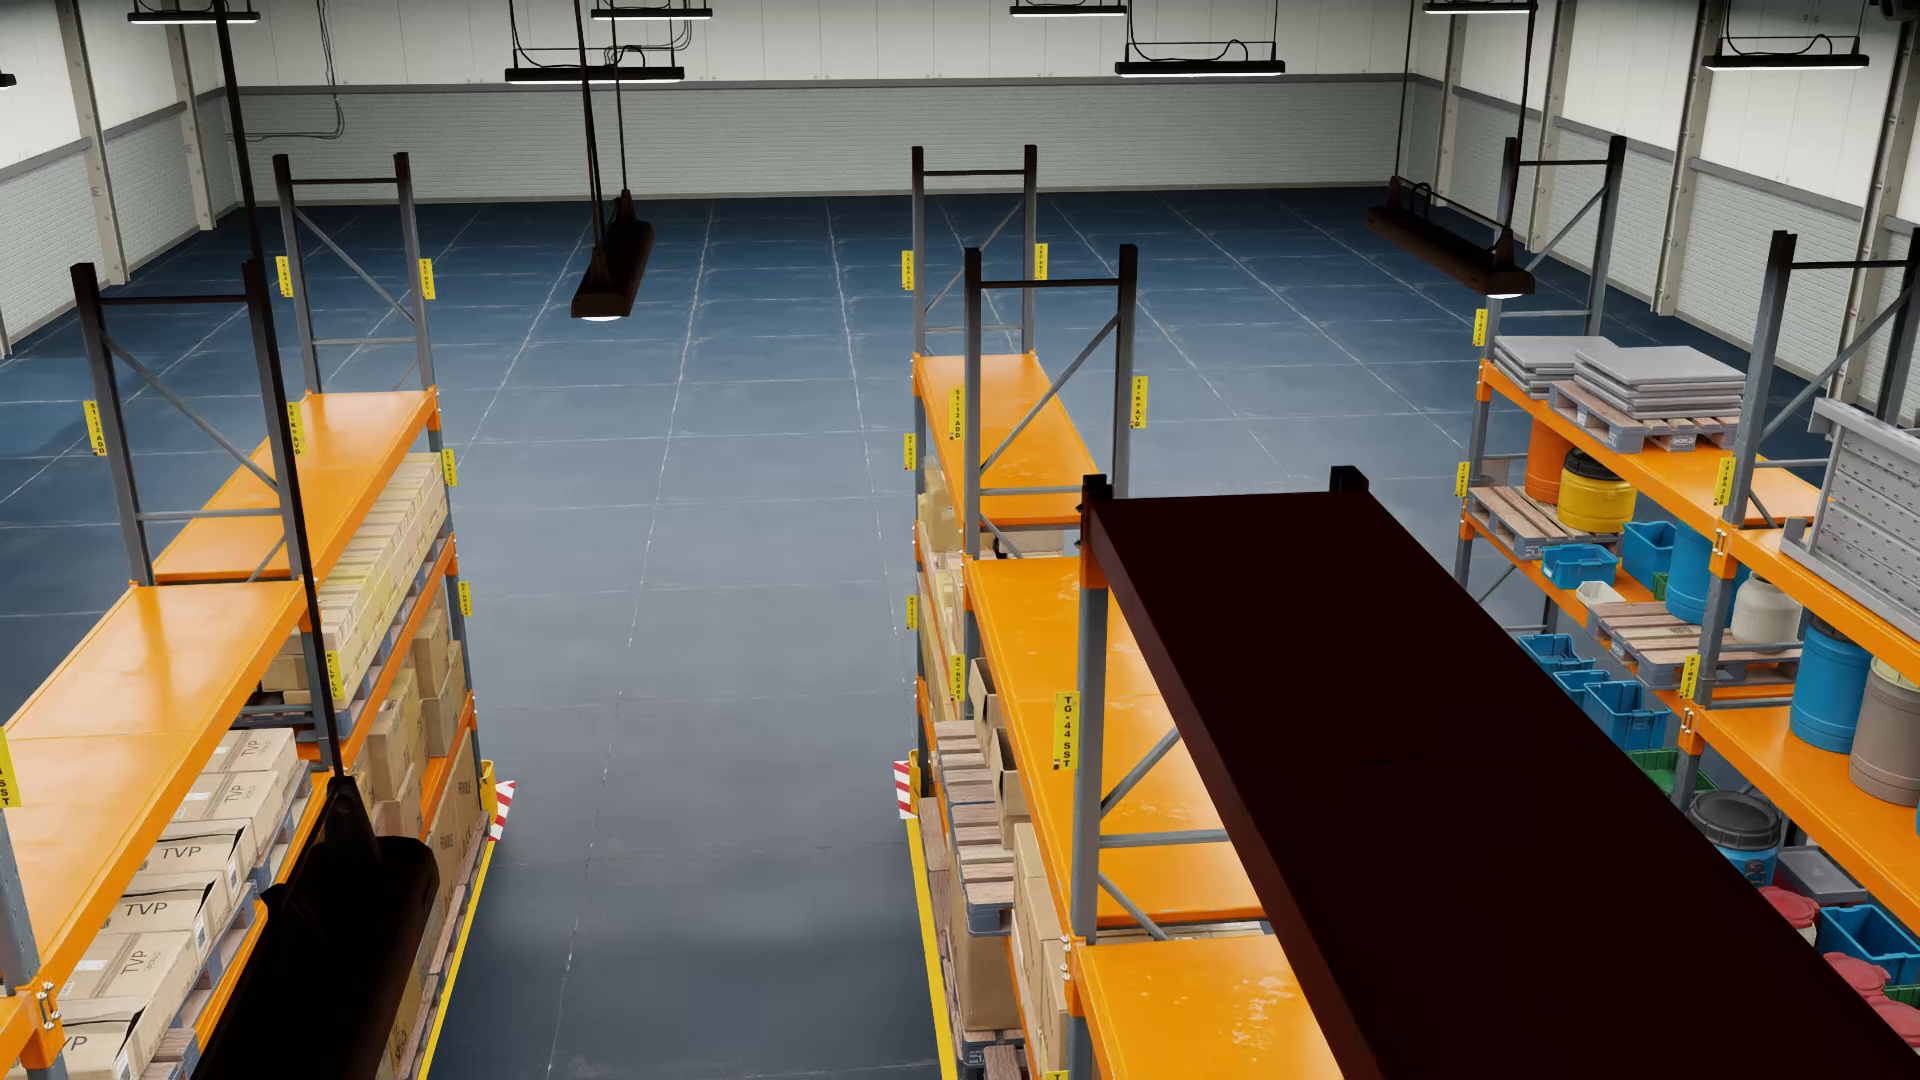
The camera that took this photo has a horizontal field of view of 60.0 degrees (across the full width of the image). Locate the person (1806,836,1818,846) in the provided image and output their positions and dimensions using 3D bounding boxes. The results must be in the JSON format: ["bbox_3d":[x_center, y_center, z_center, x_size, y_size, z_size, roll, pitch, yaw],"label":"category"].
[{"bbox_3d":[6.969,2.310,13.366,0.582,1.768,0.537,1,22,4],"label":"person"}]
